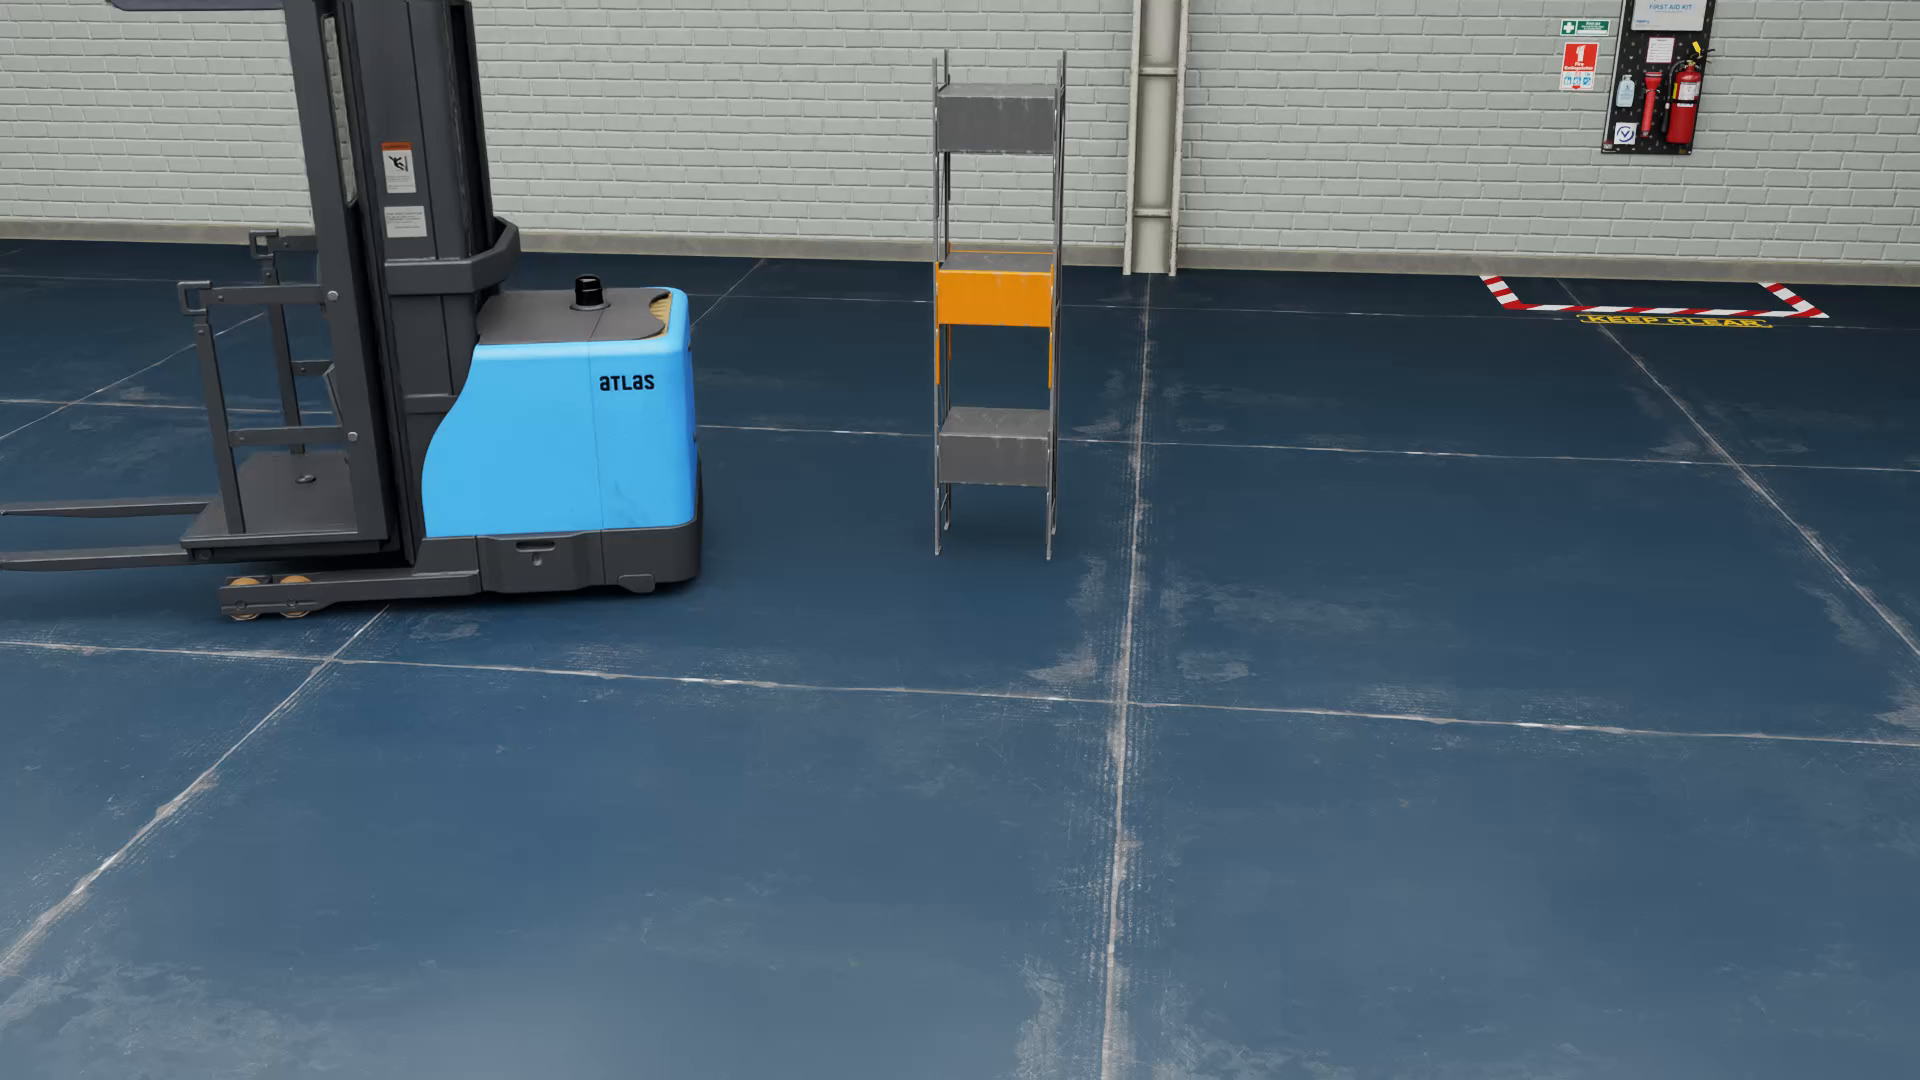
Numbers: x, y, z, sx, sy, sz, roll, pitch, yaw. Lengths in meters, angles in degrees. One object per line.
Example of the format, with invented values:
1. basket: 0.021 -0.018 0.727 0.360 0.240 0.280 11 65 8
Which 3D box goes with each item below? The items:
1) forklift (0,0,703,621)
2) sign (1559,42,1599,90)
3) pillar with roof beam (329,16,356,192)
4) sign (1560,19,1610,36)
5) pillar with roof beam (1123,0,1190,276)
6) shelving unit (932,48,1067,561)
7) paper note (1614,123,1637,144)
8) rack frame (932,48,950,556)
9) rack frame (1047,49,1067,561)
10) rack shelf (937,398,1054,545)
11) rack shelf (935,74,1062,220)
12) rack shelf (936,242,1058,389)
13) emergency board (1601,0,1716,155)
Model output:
1. forklift: -2.637 -1.249 6.612 3.031 2.935 1.130 -3 22 -7
2. sign: 4.410 -3.374 11.846 0.234 0.329 0.001 2 22 6
3. pillar with roof beam: -5.027 -4.912 7.626 0.400 9.000 9.100 2 22 6
4. sign: 4.413 -3.617 11.740 0.331 0.109 0.001 2 22 6
5. pillar with roof beam: 0.931 -4.653 6.969 0.400 9.000 9.100 2 22 6
6. shelving unit: 0.164 -0.969 7.036 0.503 2.100 0.431 2 22 6
7. paper note: 4.779 -2.919 11.942 0.142 0.148 0.016 2 22 6
8. rack frame: -0.078 -0.980 7.062 0.015 2.100 0.400 2 22 6
9. rack frame: 0.407 -0.959 7.009 0.015 2.100 0.400 2 22 6
10. rack shelf: 0.164 -0.306 7.298 0.480 0.518 0.431 2 22 6
11. rack shelf: 0.164 -1.608 6.783 0.480 0.518 0.431 2 22 6
12. rack shelf: 0.164 -0.957 7.041 0.480 0.518 0.431 2 22 6
13. emergency board: 4.947 -3.296 11.697 0.643 1.169 0.194 2 22 6
